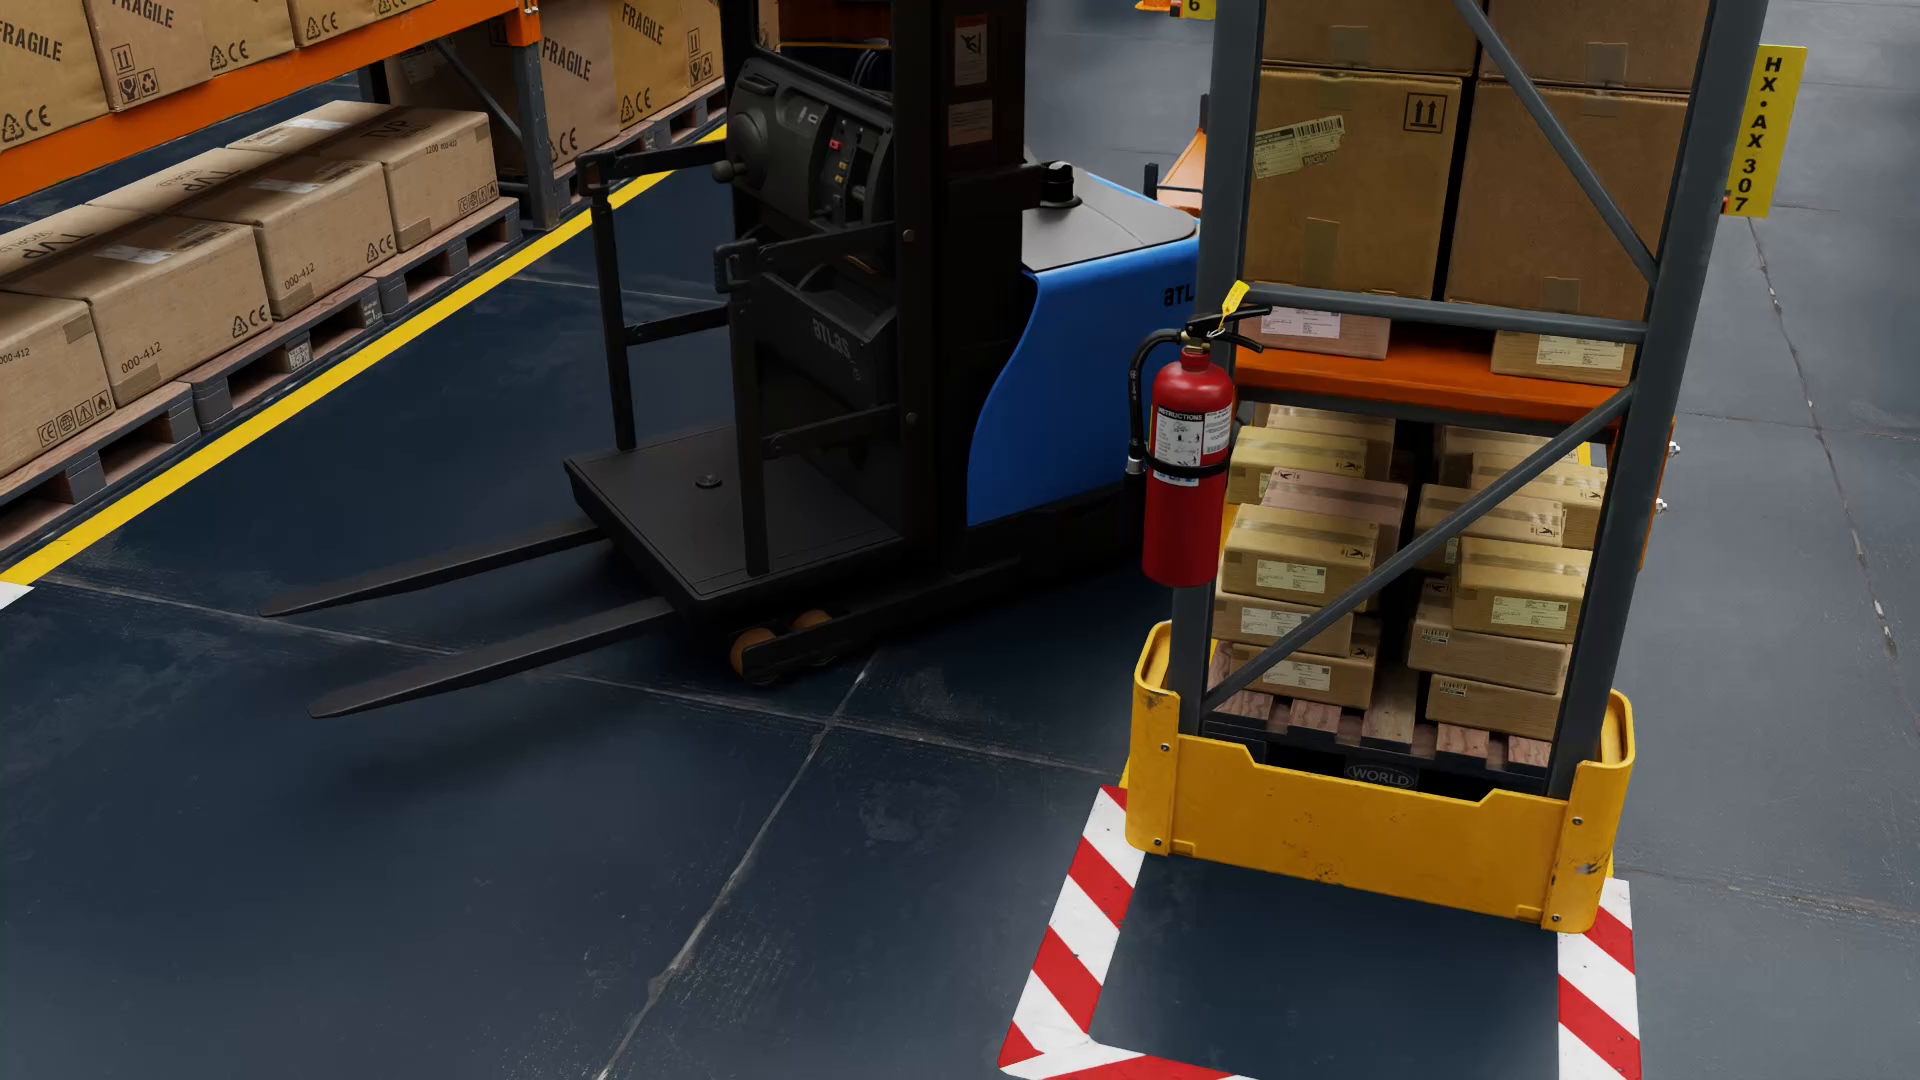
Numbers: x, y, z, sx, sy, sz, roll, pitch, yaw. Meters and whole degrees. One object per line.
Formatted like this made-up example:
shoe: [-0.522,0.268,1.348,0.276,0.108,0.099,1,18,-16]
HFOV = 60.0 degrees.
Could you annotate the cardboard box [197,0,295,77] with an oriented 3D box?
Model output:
cardboard box: [-2.924,-2.068,6.279,0.500,0.500,0.500,10,30,17]

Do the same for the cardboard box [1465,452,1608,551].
cardboard box: [1.644,-0.112,4.754,0.380,0.149,0.250,8,30,15]

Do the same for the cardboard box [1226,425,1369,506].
cardboard box: [0.999,-0.202,4.916,0.380,0.149,0.250,8,30,14]

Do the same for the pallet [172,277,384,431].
pallet: [-3.239,-0.864,7.086,1.003,0.211,1.213,8,30,15]

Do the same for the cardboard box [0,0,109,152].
cardboard box: [-3.222,-1.599,5.436,0.500,0.500,0.500,8,30,14]

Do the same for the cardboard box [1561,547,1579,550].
cardboard box: [1.703,-0.099,5.037,0.380,0.149,0.250,9,30,16]

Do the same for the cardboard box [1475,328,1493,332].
cardboard box: [1.446,-0.593,3.989,0.380,0.149,0.250,10,30,17]

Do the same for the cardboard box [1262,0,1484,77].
cardboard box: [0.899,-1.334,3.625,0.500,0.500,0.500,8,30,14]

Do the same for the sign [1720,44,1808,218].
sign: [1.521,-0.776,3.169,0.100,0.325,0.005,8,30,15]

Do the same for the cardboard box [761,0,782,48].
cardboard box: [-1.693,-3.798,11.246,0.875,0.875,0.875,8,30,14]

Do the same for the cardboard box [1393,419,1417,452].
cardboard box: [1.417,-0.407,5.896,0.380,0.149,0.250,9,30,16]

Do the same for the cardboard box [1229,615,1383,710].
cardboard box: [0.958,0.313,4.603,0.380,0.149,0.250,9,30,16]

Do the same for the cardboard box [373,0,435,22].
cardboard box: [-2.622,-2.545,7.137,0.500,0.500,0.500,8,30,14]

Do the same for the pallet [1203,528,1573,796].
pallet: [1.297,0.336,4.929,1.003,0.211,1.213,8,30,15]

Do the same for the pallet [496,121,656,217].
pallet: [-2.430,-2.144,9.387,1.003,0.211,1.213,8,30,15]

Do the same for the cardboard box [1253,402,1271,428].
cardboard box: [1.161,-0.446,5.355,0.380,0.149,0.250,10,31,17]

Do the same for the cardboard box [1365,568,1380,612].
cardboard box: [1.013,0.057,4.756,0.380,0.149,0.250,8,30,14]

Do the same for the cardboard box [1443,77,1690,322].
cardboard box: [1.399,-0.818,3.726,0.500,0.500,0.500,10,31,17]

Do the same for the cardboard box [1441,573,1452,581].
cardboard box: [1.536,0.131,4.623,0.380,0.149,0.250,8,30,15]

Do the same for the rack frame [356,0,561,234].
rack frame: [-2.585,-2.993,8.045,1.000,3.000,0.127,8,30,15]

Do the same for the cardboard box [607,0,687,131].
cardboard box: [-2.222,-2.969,9.755,0.875,0.875,0.875,9,30,16]

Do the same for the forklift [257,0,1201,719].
forklift: [-0.627,-1.141,4.787,3.031,2.935,1.130,-17,33,-28]

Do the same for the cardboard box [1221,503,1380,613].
cardboard box: [0.916,0.045,4.472,0.380,0.149,0.250,9,30,15]

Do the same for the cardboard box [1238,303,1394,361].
cardboard box: [0.828,-0.557,3.924,0.380,0.149,0.250,9,30,15]

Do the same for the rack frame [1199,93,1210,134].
rack frame: [1.203,-1.252,6.843,0.500,1.125,0.032,9,30,16]

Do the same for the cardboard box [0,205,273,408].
cardboard box: [-3.400,-0.946,6.568,0.875,0.438,0.875,9,30,16]

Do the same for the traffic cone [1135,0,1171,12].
traffic cone: [1.609,-4.549,13.451,0.336,0.463,0.334,8,30,15]

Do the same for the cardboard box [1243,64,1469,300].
cardboard box: [0.889,-0.894,3.863,0.500,0.500,0.500,9,30,16]

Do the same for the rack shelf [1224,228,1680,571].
rack shelf: [1.590,-1.090,5.364,1.077,0.370,4.000,8,30,15]

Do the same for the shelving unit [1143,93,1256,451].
shelving unit: [1.044,-1.017,6.421,0.538,1.125,1.048,9,30,16]

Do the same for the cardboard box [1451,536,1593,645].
cardboard box: [1.481,0.132,4.315,0.380,0.149,0.250,7,30,13]

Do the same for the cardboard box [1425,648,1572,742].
cardboard box: [1.463,0.389,4.465,0.380,0.149,0.250,9,30,16]

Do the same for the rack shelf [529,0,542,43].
rack shelf: [-1.998,-3.608,9.891,1.077,0.370,4.000,8,30,15]

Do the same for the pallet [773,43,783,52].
pallet: [-1.714,-3.278,11.425,1.003,0.211,1.213,8,30,15]

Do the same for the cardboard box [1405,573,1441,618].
cardboard box: [1.527,0.140,4.914,0.380,0.149,0.250,9,30,15]

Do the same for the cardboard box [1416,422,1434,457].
cardboard box: [1.730,-0.368,5.520,0.380,0.149,0.250,10,31,17]

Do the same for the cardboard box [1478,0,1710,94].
cardboard box: [1.388,-1.256,3.486,0.500,0.500,0.500,8,30,15]

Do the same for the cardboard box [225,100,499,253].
cardboard box: [-2.872,-1.781,8.069,0.875,0.438,0.875,8,30,14]
